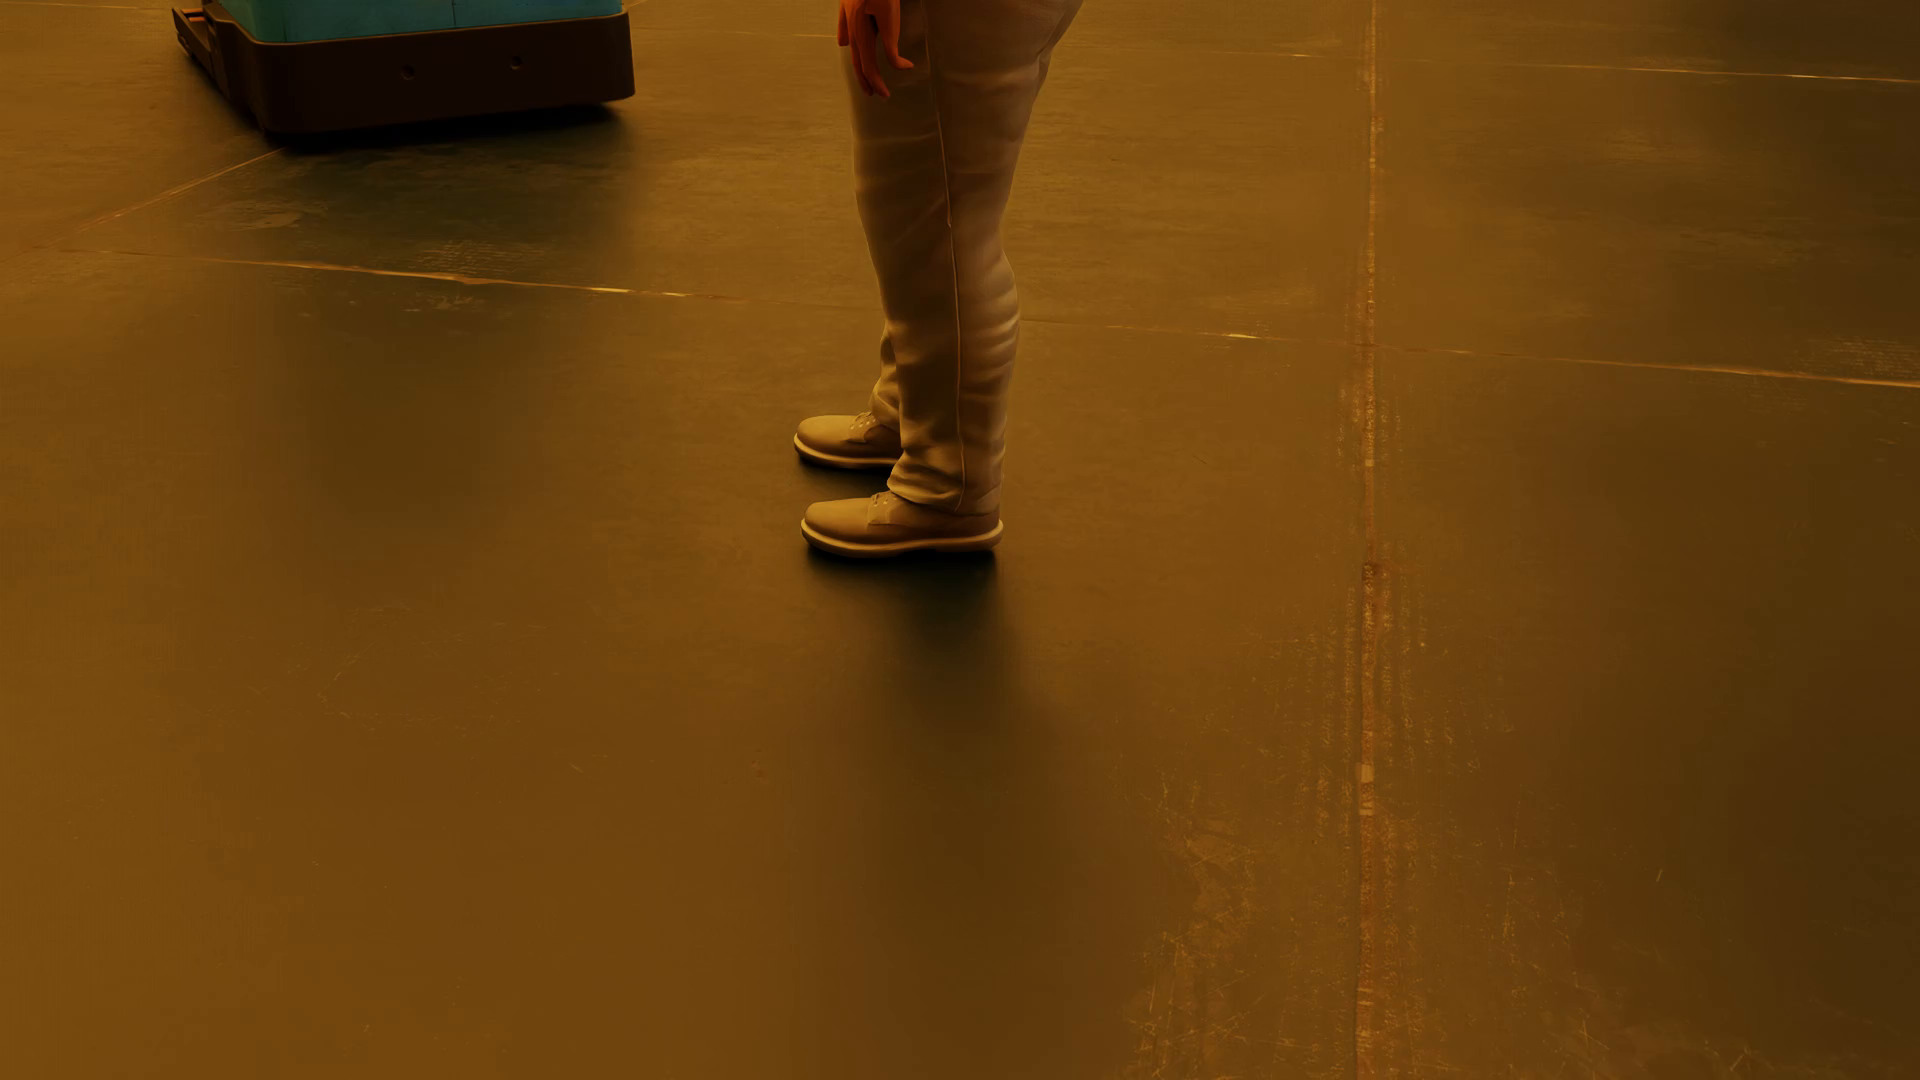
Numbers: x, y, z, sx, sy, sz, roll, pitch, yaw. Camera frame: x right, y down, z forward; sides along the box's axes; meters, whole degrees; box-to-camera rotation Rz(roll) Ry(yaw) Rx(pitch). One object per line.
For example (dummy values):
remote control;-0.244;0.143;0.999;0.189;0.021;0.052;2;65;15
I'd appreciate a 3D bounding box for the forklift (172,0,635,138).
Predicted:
forklift;-2.136;-3.042;5.276;1.130;2.935;3.031;-14;30;-26

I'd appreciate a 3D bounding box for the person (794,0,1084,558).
person;-0.070;-0.768;2.157;0.529;1.670;0.598;6;27;11
